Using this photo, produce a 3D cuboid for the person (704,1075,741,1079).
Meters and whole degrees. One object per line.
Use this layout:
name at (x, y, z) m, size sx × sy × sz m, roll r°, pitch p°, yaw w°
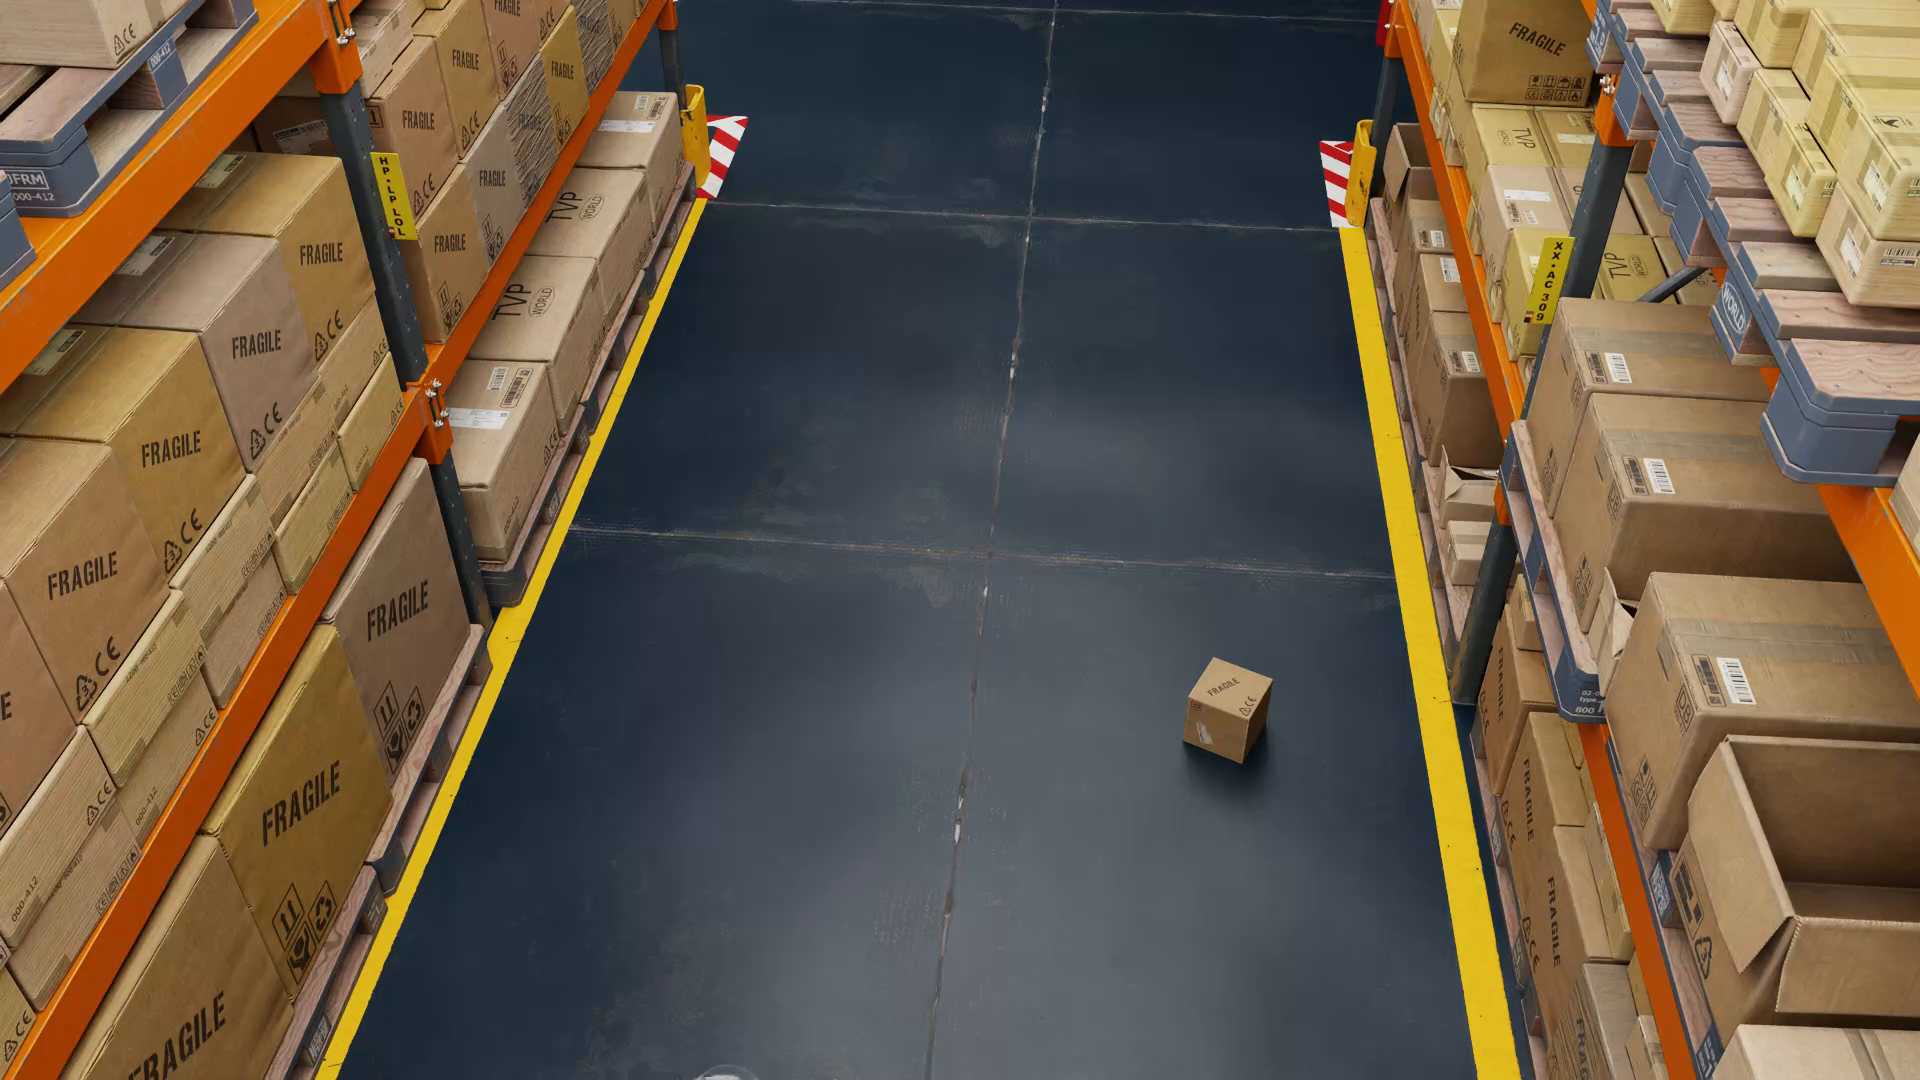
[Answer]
person at (-0.550, 1.854, 3.968) m, size 0.478 × 1.703 × 0.471 m, roll 12°, pitch 42°, yaw 14°
